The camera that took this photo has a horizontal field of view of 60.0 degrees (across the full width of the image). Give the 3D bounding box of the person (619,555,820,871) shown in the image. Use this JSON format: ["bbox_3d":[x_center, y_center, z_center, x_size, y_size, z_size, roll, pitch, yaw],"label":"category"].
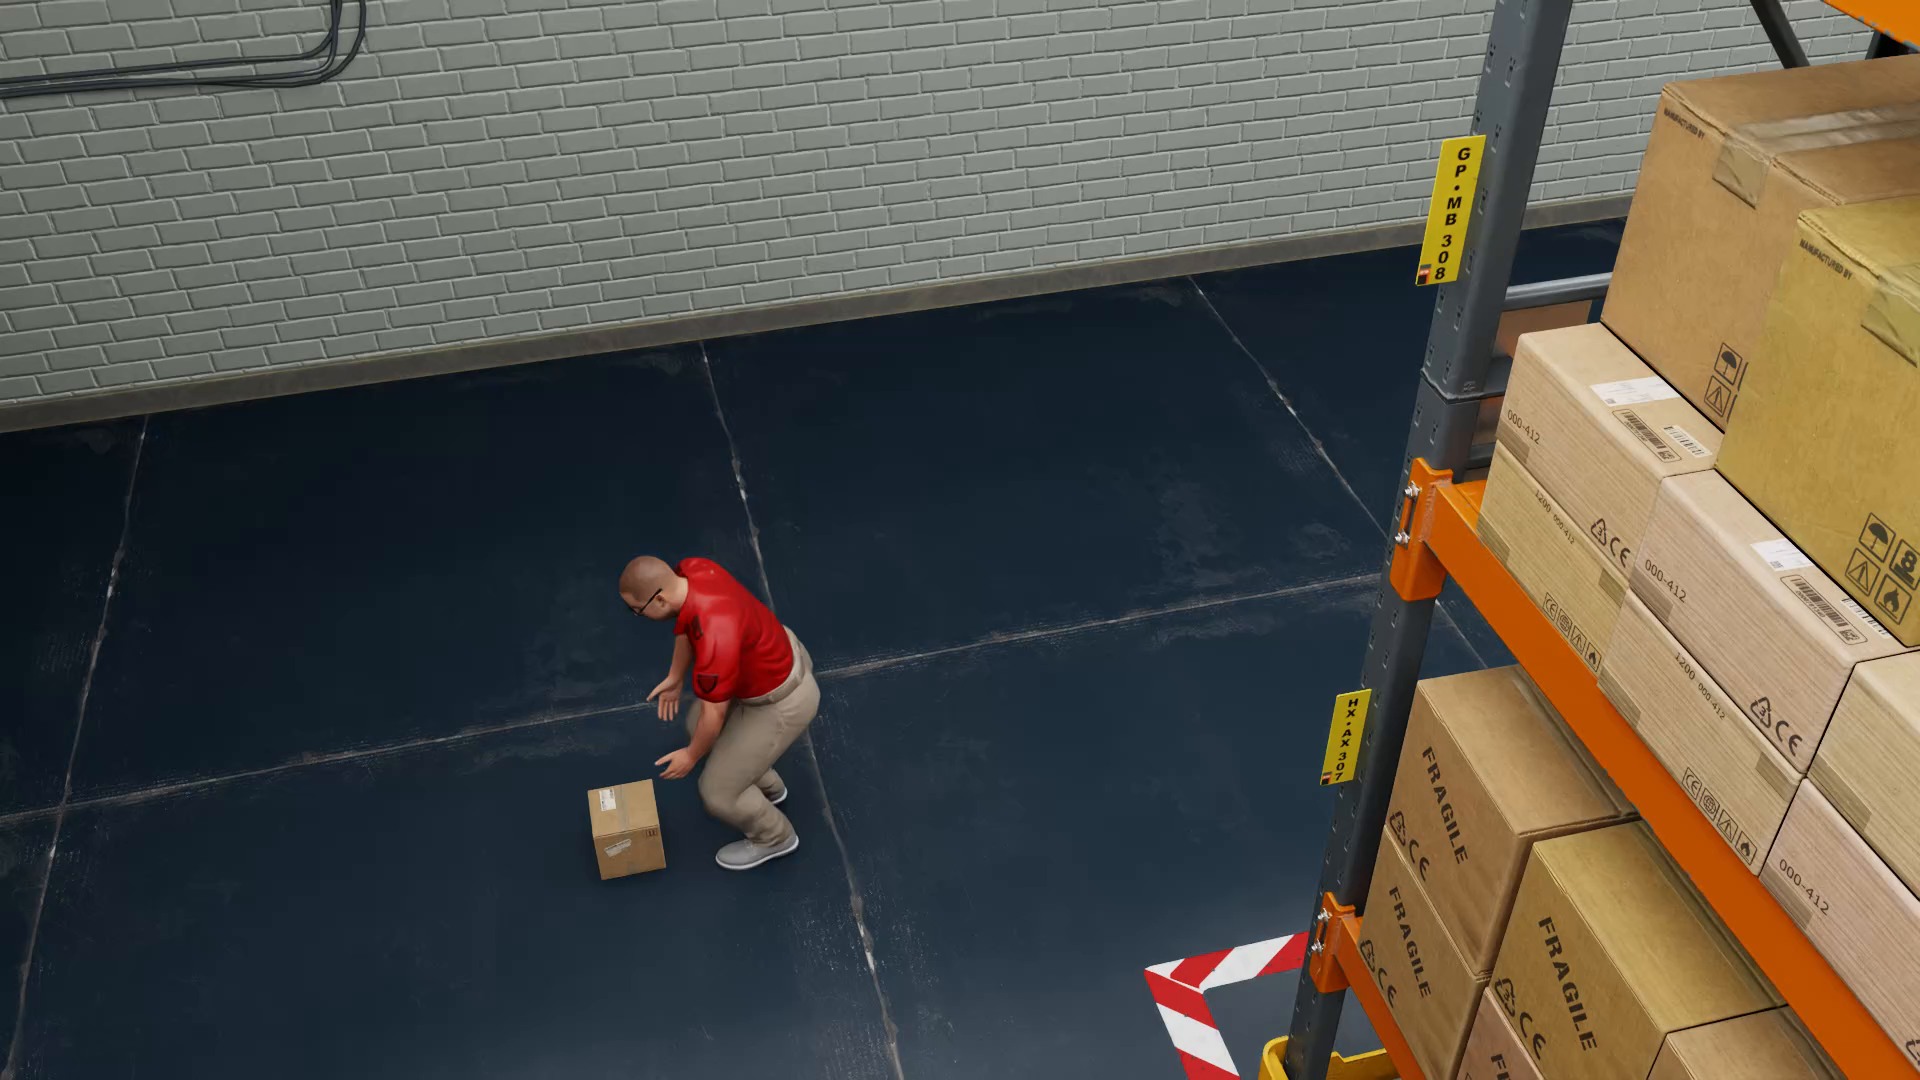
[{"bbox_3d":[-0.852,0.607,6.172,0.666,1.466,0.588,-9,39,-12],"label":"person"}]
